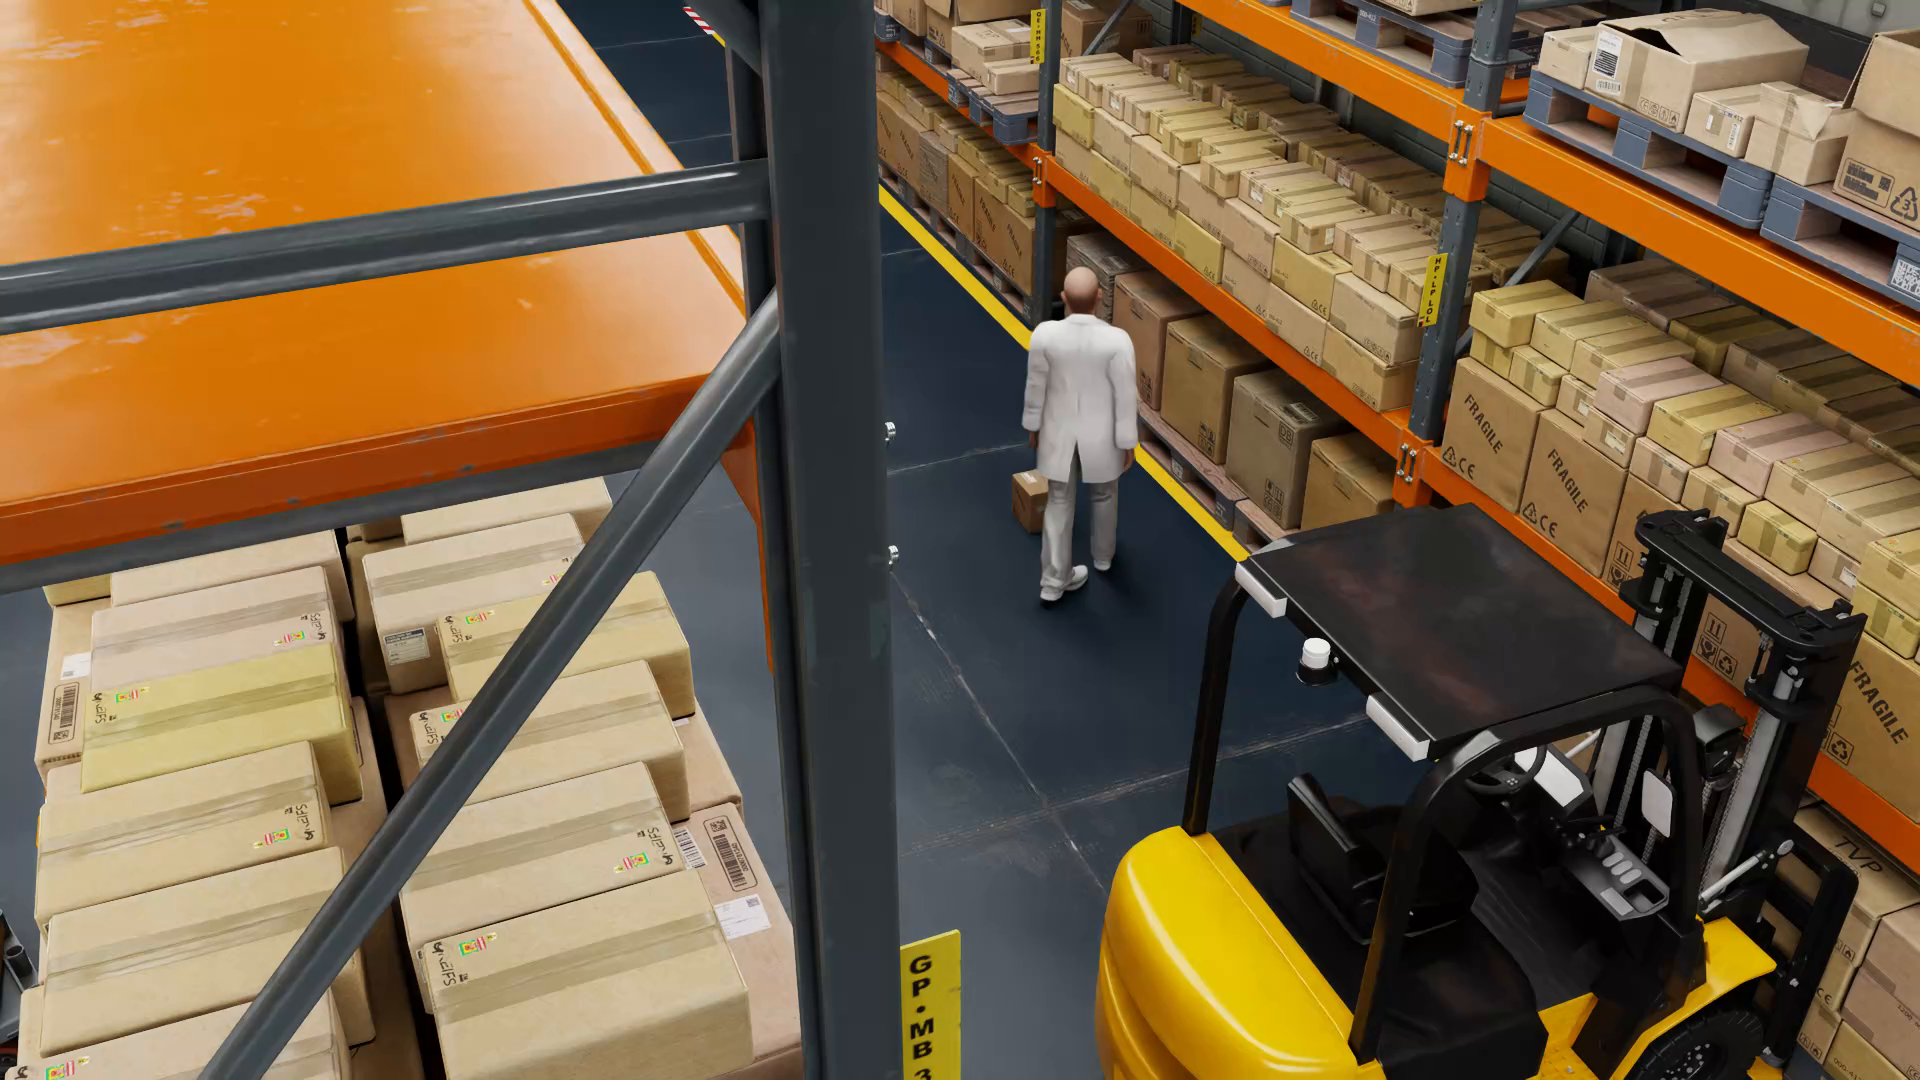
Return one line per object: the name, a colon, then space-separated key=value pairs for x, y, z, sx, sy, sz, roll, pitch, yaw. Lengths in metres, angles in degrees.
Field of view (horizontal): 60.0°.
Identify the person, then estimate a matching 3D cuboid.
person: x=0.623 y=-0.579 z=8.428 sx=0.611 sy=1.773 sz=0.765 roll=8 pitch=34 yaw=12
